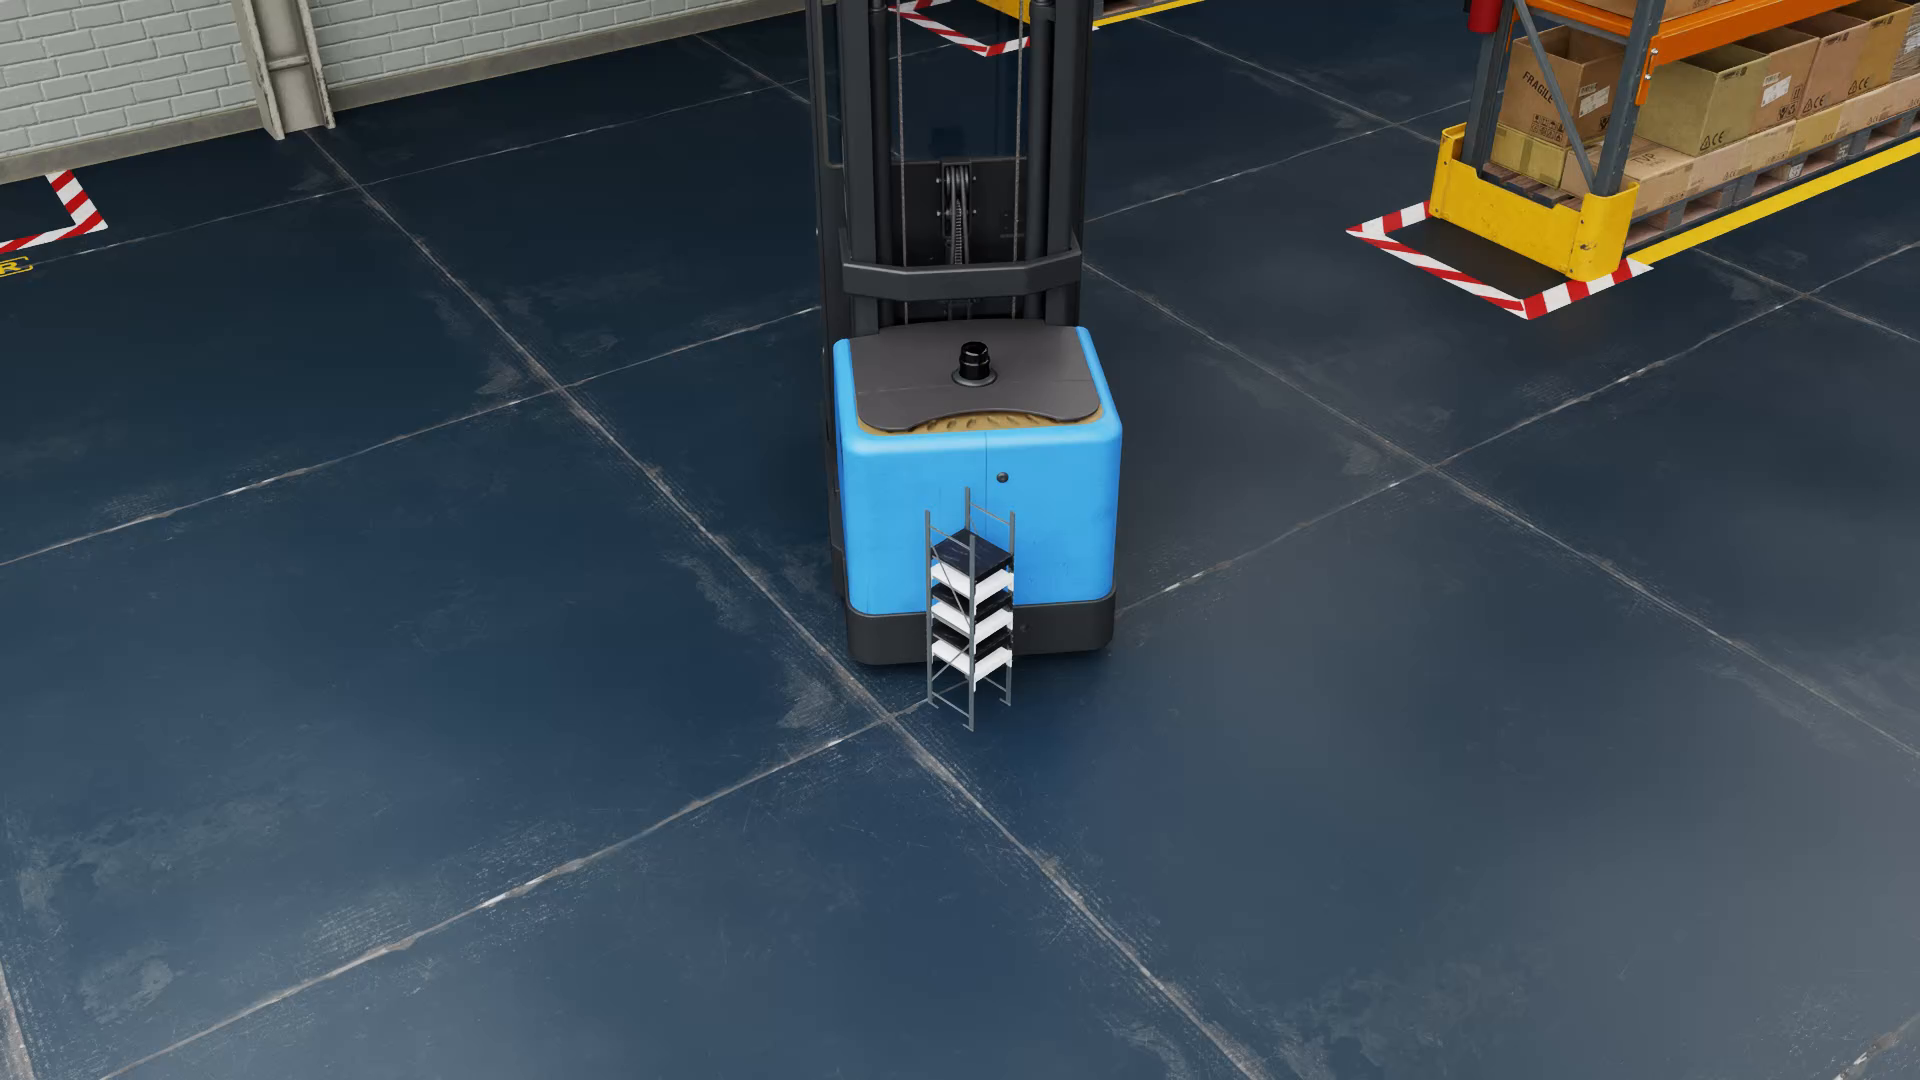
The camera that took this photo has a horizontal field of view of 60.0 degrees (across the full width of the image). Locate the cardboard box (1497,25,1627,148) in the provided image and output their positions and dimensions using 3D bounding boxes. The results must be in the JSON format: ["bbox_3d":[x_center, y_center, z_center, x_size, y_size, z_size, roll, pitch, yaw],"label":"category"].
[{"bbox_3d":[3.552,-2.663,9.737,0.500,0.500,0.500,-22,41,-28],"label":"cardboard box"}]

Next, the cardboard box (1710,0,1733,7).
[{"bbox_3d":[4.100,-3.353,9.257,0.500,0.500,0.700,-21,41,-27],"label":"cardboard box"}]

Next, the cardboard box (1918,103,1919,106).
[{"bbox_3d":[6.301,-3.121,11.016,0.500,0.250,0.500,-22,41,-28],"label":"cardboard box"}]

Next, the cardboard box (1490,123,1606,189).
[{"bbox_3d":[3.553,-2.358,9.954,0.500,0.250,0.500,-22,41,-28],"label":"cardboard box"}]

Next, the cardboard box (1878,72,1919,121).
[{"bbox_3d":[5.887,-2.958,10.789,0.500,0.250,0.500,-22,41,-28],"label":"cardboard box"}]

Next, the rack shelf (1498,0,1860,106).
[{"bbox_3d":[4.919,-3.363,9.973,4.000,0.370,1.077,-22,41,-28],"label":"rack shelf"}]

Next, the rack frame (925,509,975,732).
[{"bbox_3d":[-0.036,0.306,6.054,0.240,0.900,0.006,30,45,35],"label":"rack frame"}]

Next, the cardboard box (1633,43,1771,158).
[{"bbox_3d":[4.259,-2.584,9.627,0.500,0.500,0.500,-22,41,-28],"label":"cardboard box"}]

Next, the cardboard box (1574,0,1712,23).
[{"bbox_3d":[3.674,-3.174,9.008,0.500,0.500,0.700,-22,41,-28],"label":"cardboard box"}]

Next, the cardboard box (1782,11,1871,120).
[{"bbox_3d":[5.079,-2.918,10.092,0.500,0.500,0.500,-22,41,-28],"label":"cardboard box"}]

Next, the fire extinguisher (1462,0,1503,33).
[{"bbox_3d":[2.920,-3.133,9.103,0.183,0.674,0.296,-22,41,-28],"label":"fire extinguisher"}]

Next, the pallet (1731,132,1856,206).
[{"bbox_3d":[4.882,-2.535,10.594,1.213,0.211,1.003,-22,41,-28],"label":"pallet"}]

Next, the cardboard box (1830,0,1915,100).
[{"bbox_3d":[5.479,-3.093,10.335,0.500,0.500,0.500,-22,41,-28],"label":"cardboard box"}]

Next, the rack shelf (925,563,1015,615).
[{"bbox_3d":[0.035,0.144,6.028,0.258,0.077,0.200,30,45,35],"label":"rack shelf"}]

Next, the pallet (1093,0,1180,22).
[{"bbox_3d":[1.174,-4.495,13.319,1.213,0.211,1.003,-22,41,-28],"label":"pallet"}]

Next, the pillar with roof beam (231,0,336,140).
[{"bbox_3d":[-1.923,-4.356,5.600,0.400,9.000,9.100,-22,41,-28],"label":"pillar with roof beam"}]

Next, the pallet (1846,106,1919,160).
[{"bbox_3d":[5.880,-2.948,11.168,1.213,0.211,1.003,-22,41,-28],"label":"pallet"}]

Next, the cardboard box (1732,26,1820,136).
[{"bbox_3d":[4.660,-2.758,9.869,0.500,0.500,0.500,-22,41,-28],"label":"cardboard box"}]

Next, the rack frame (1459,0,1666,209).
[{"bbox_3d":[3.285,-2.982,8.827,0.127,3.000,1.000,-22,41,-28],"label":"rack frame"}]

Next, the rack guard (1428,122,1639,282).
[{"bbox_3d":[3.265,-1.959,9.546,0.348,0.500,1.175,-22,41,-28],"label":"rack guard"}]

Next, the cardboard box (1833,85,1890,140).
[{"bbox_3d":[5.486,-2.783,10.545,0.500,0.250,0.500,-22,41,-28],"label":"cardboard box"}]

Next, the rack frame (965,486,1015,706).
[{"bbox_3d":[0.106,0.221,6.172,0.240,0.900,0.006,30,45,35],"label":"rack frame"}]

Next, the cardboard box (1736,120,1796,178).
[{"bbox_3d":[4.667,-2.448,10.081,0.500,0.250,0.500,-22,41,-28],"label":"cardboard box"}]

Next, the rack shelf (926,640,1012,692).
[{"bbox_3d":[0.035,0.436,6.238,0.258,0.077,0.200,30,45,35],"label":"rack shelf"}]

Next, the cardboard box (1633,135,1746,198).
[{"bbox_3d":[4.258,-2.280,9.847,0.500,0.250,0.500,-22,41,-28],"label":"cardboard box"}]

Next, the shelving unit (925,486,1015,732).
[{"bbox_3d":[0.035,0.263,6.113,0.258,0.900,0.210,30,45,35],"label":"shelving unit"}]

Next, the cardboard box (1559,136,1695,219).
[{"bbox_3d":[3.851,-2.111,9.611,0.500,0.250,0.500,-22,41,-28],"label":"cardboard box"}]

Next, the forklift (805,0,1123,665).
[{"bbox_3d":[-0.067,-1.551,6.897,1.130,2.935,3.031,-4,36,-5],"label":"forklift"}]

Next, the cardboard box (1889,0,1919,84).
[{"bbox_3d":[5.886,-3.263,10.571,0.500,0.500,0.500,-22,41,-28],"label":"cardboard box"}]

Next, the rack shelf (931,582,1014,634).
[{"bbox_3d":[0.035,0.217,6.080,0.258,0.077,0.200,30,45,35],"label":"rack shelf"}]

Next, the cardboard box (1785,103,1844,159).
[{"bbox_3d":[5.078,-2.614,10.311,0.500,0.250,0.500,-22,41,-28],"label":"cardboard box"}]

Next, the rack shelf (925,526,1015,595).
[{"bbox_3d":[0.035,0.071,5.975,0.258,0.077,0.200,30,45,35],"label":"rack shelf"}]

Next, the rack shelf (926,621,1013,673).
[{"bbox_3d":[0.035,0.363,6.185,0.258,0.077,0.200,30,45,35],"label":"rack shelf"}]

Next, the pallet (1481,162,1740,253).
[{"bbox_3d":[3.886,-2.127,10.027,1.213,0.211,1.003,-22,41,-28],"label":"pallet"}]

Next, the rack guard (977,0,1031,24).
[{"bbox_3d":[0.490,-4.356,12.878,0.348,0.500,1.175,-22,41,-28],"label":"rack guard"}]

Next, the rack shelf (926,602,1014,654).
[{"bbox_3d":[0.035,0.290,6.133,0.258,0.077,0.200,30,45,35],"label":"rack shelf"}]
